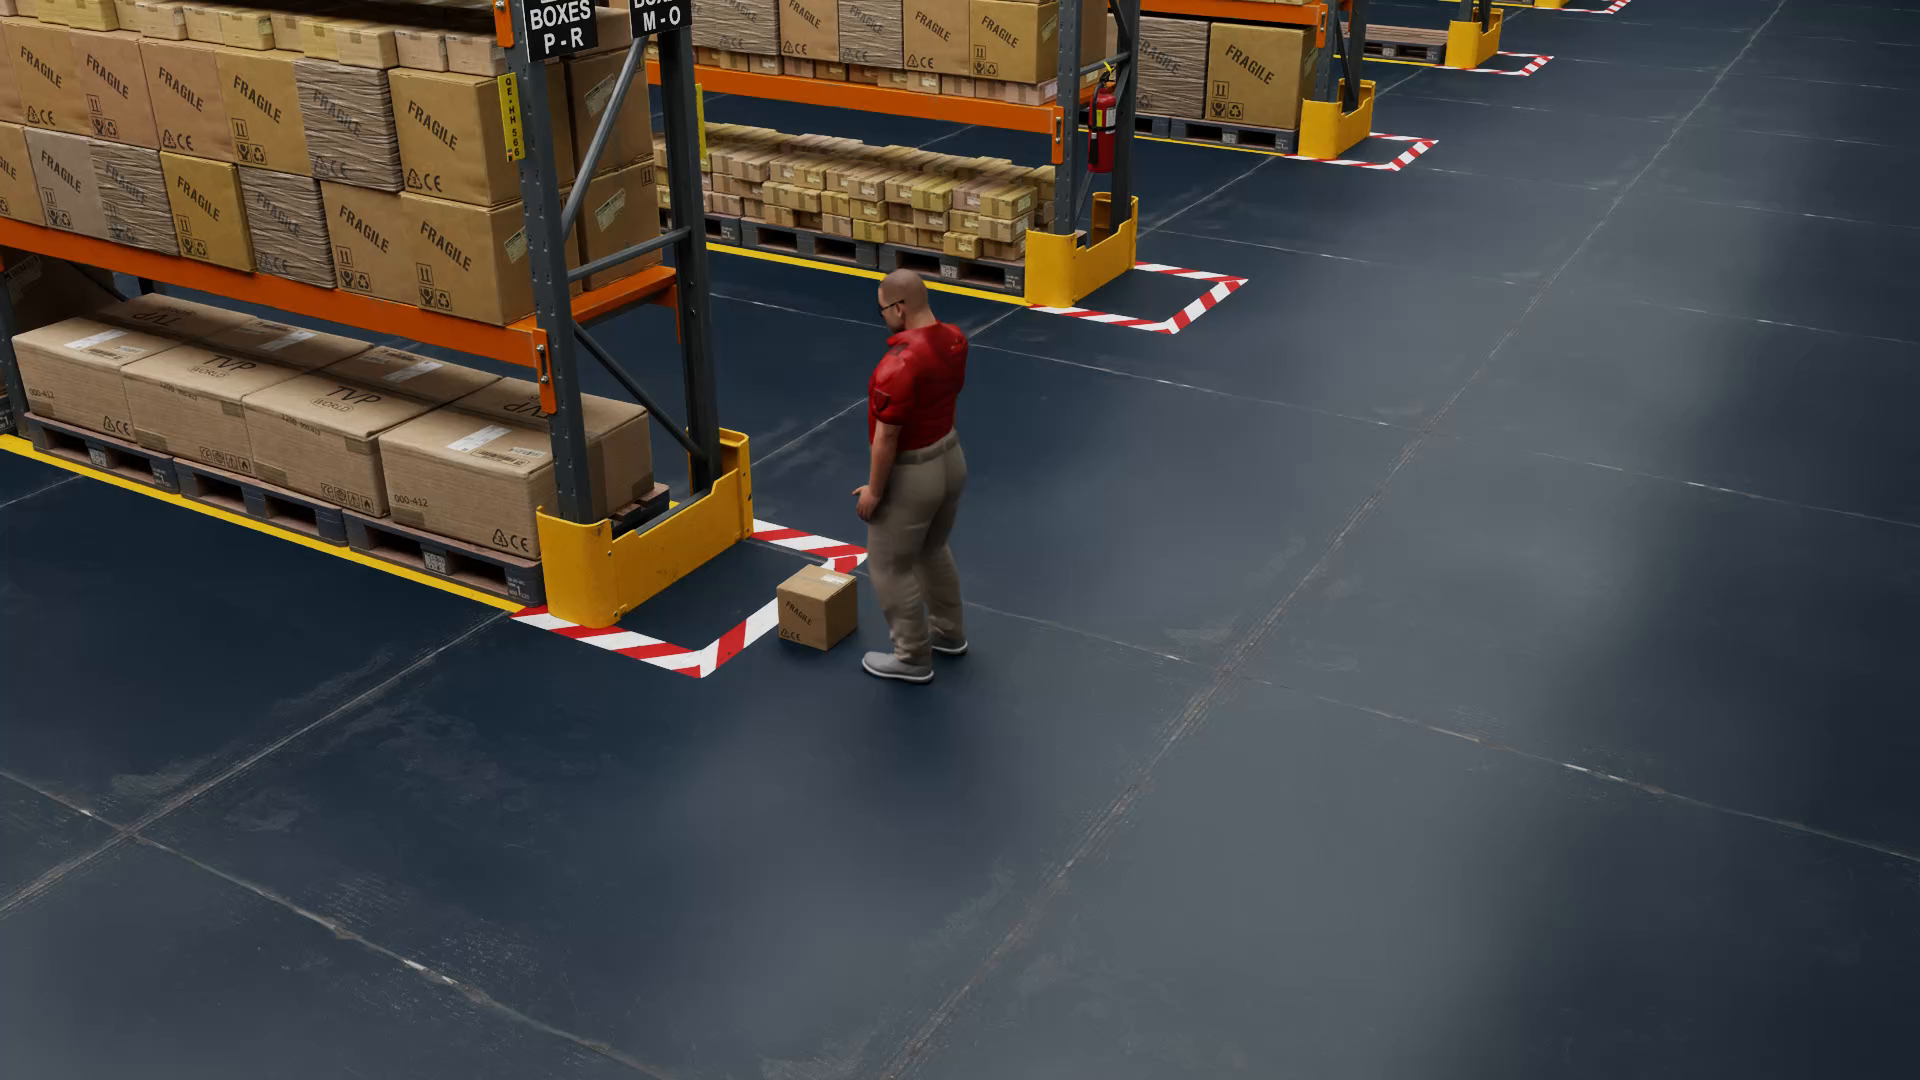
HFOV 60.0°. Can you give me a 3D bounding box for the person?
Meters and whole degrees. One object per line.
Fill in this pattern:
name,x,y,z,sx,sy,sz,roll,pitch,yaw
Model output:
person,-0.195,-0.245,6.650,0.356,1.719,0.534,15,30,27
